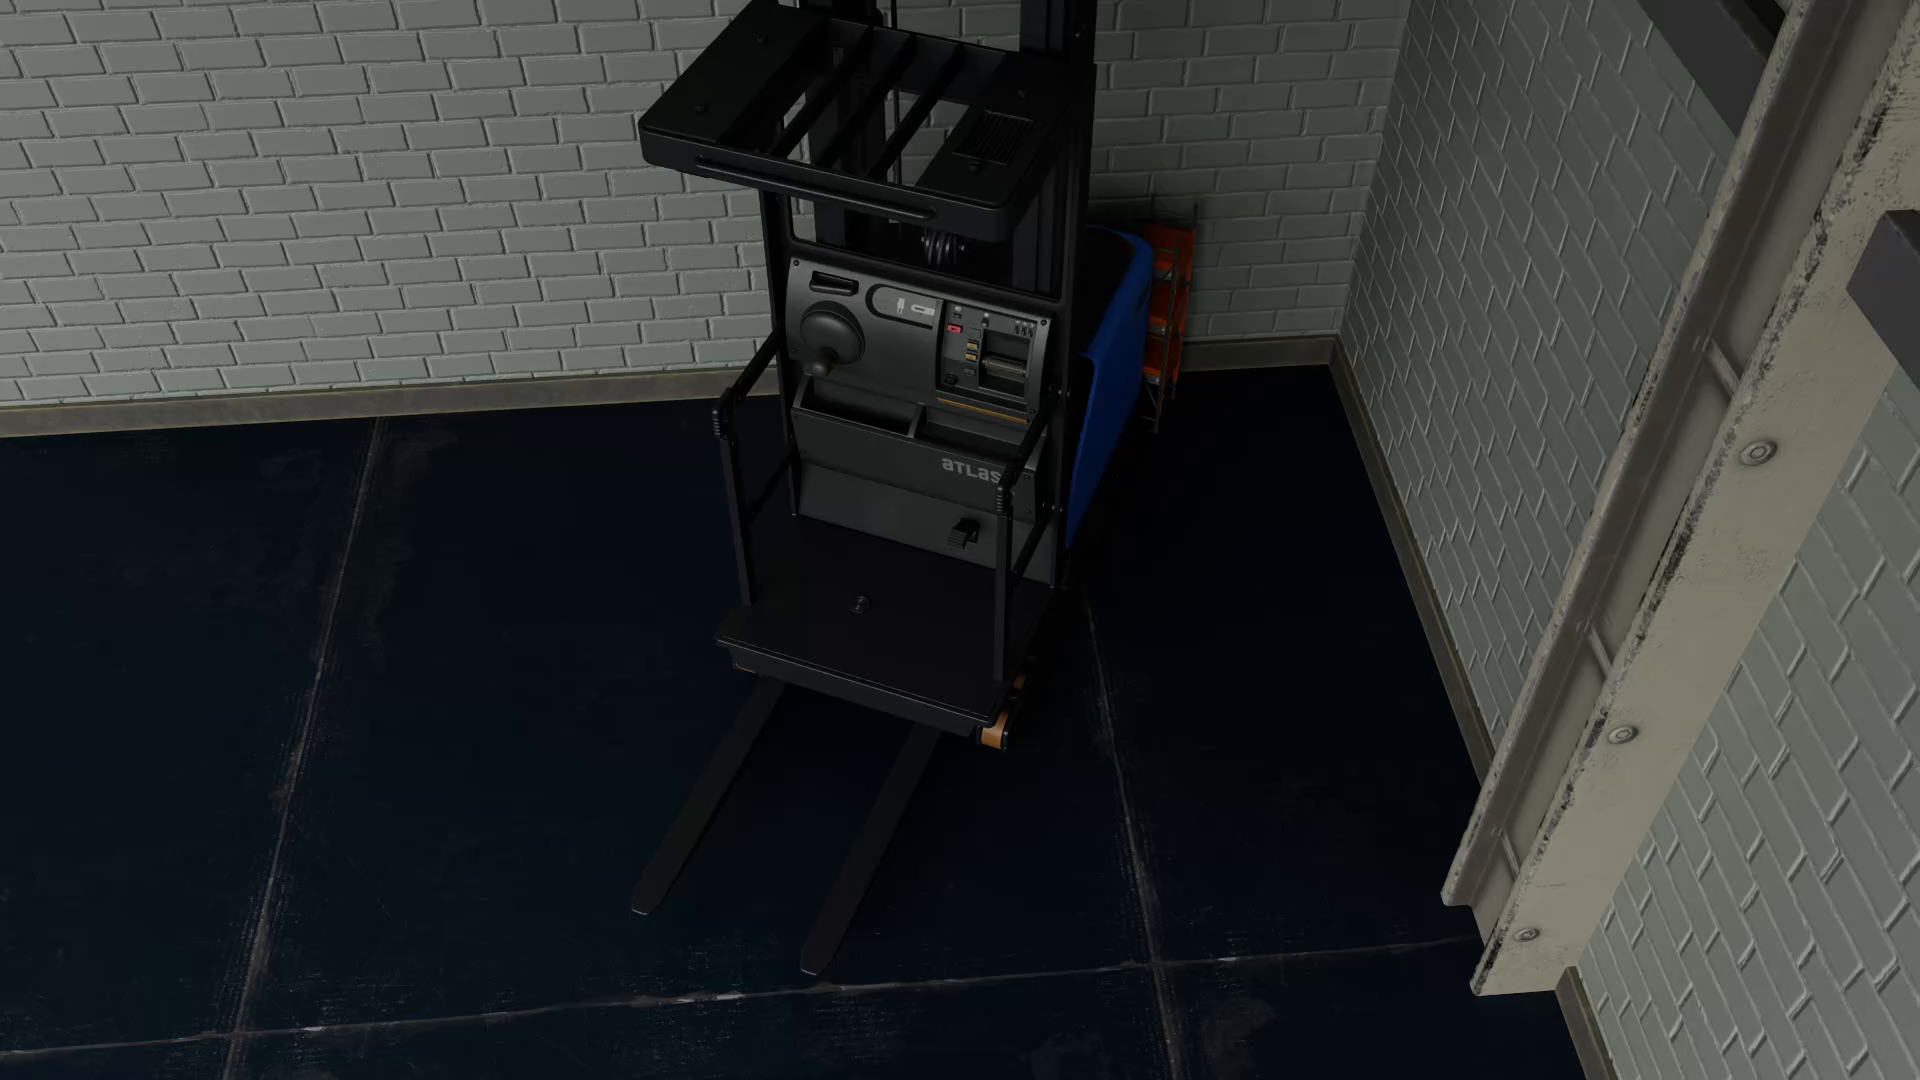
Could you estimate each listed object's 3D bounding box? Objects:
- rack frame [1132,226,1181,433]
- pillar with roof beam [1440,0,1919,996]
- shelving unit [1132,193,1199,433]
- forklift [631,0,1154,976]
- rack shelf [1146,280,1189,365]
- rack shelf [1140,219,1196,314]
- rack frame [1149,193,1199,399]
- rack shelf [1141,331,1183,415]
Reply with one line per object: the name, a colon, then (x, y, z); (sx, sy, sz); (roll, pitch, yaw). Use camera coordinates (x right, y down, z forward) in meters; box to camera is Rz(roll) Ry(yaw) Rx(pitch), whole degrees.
rack frame: (0.779, -0.860, 6.978); (0.200, 1.050, 0.008); (17, 49, 15)
pillar with roof beam: (-2.463, -1.487, 2.097); (9.100, 9.000, 0.400); (-3, 47, -3)
shelving unit: (0.826, -0.942, 7.055); (0.215, 1.050, 0.252); (17, 49, 15)
forklift: (-0.223, -0.586, 5.423); (1.130, 2.935, 3.031); (16, 49, 14)
rack shelf: (0.826, -0.935, 7.063); (0.215, 0.259, 0.240); (17, 49, 15)
rack shelf: (0.826, -1.130, 6.857); (0.215, 0.259, 0.240); (17, 49, 15)
rack frame: (0.873, -1.024, 7.133); (0.200, 1.050, 0.008); (17, 49, 15)
rack shelf: (0.826, -0.743, 7.265); (0.215, 0.259, 0.240); (17, 49, 15)
